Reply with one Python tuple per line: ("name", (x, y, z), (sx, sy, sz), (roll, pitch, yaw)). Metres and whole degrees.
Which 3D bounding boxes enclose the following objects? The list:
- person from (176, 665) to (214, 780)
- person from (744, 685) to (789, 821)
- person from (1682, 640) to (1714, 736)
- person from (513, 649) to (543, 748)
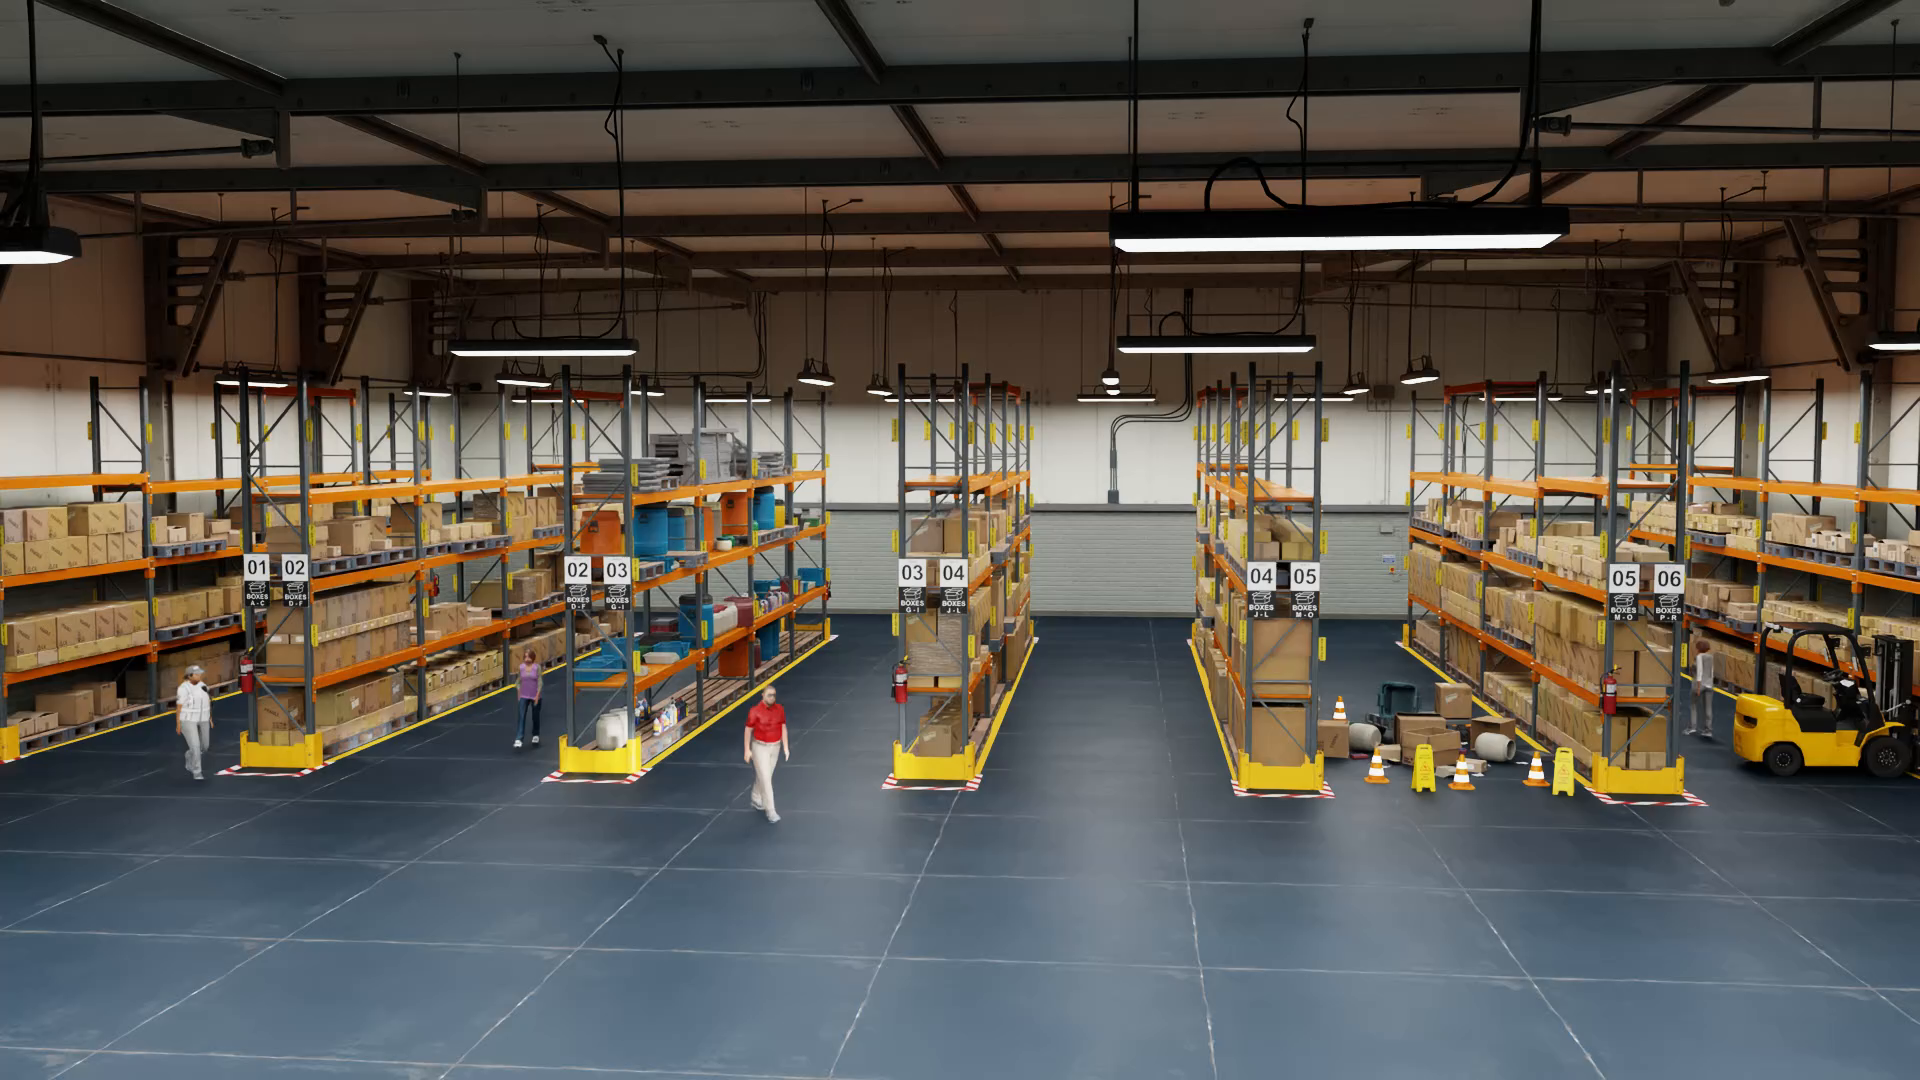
("person", (-11.158, 2.618, 24.180), (0.830, 1.621, 0.512), (3, 5, 38))
("person", (-2.502, 2.740, 21.747), (0.938, 1.682, 0.568), (4, 5, 44))
("person", (12.300, 2.458, 27.499), (0.407, 1.611, 0.664), (0, 4, -1))
("person", (-6.857, 2.510, 26.436), (0.435, 1.546, 0.967), (-1, 4, -10))
